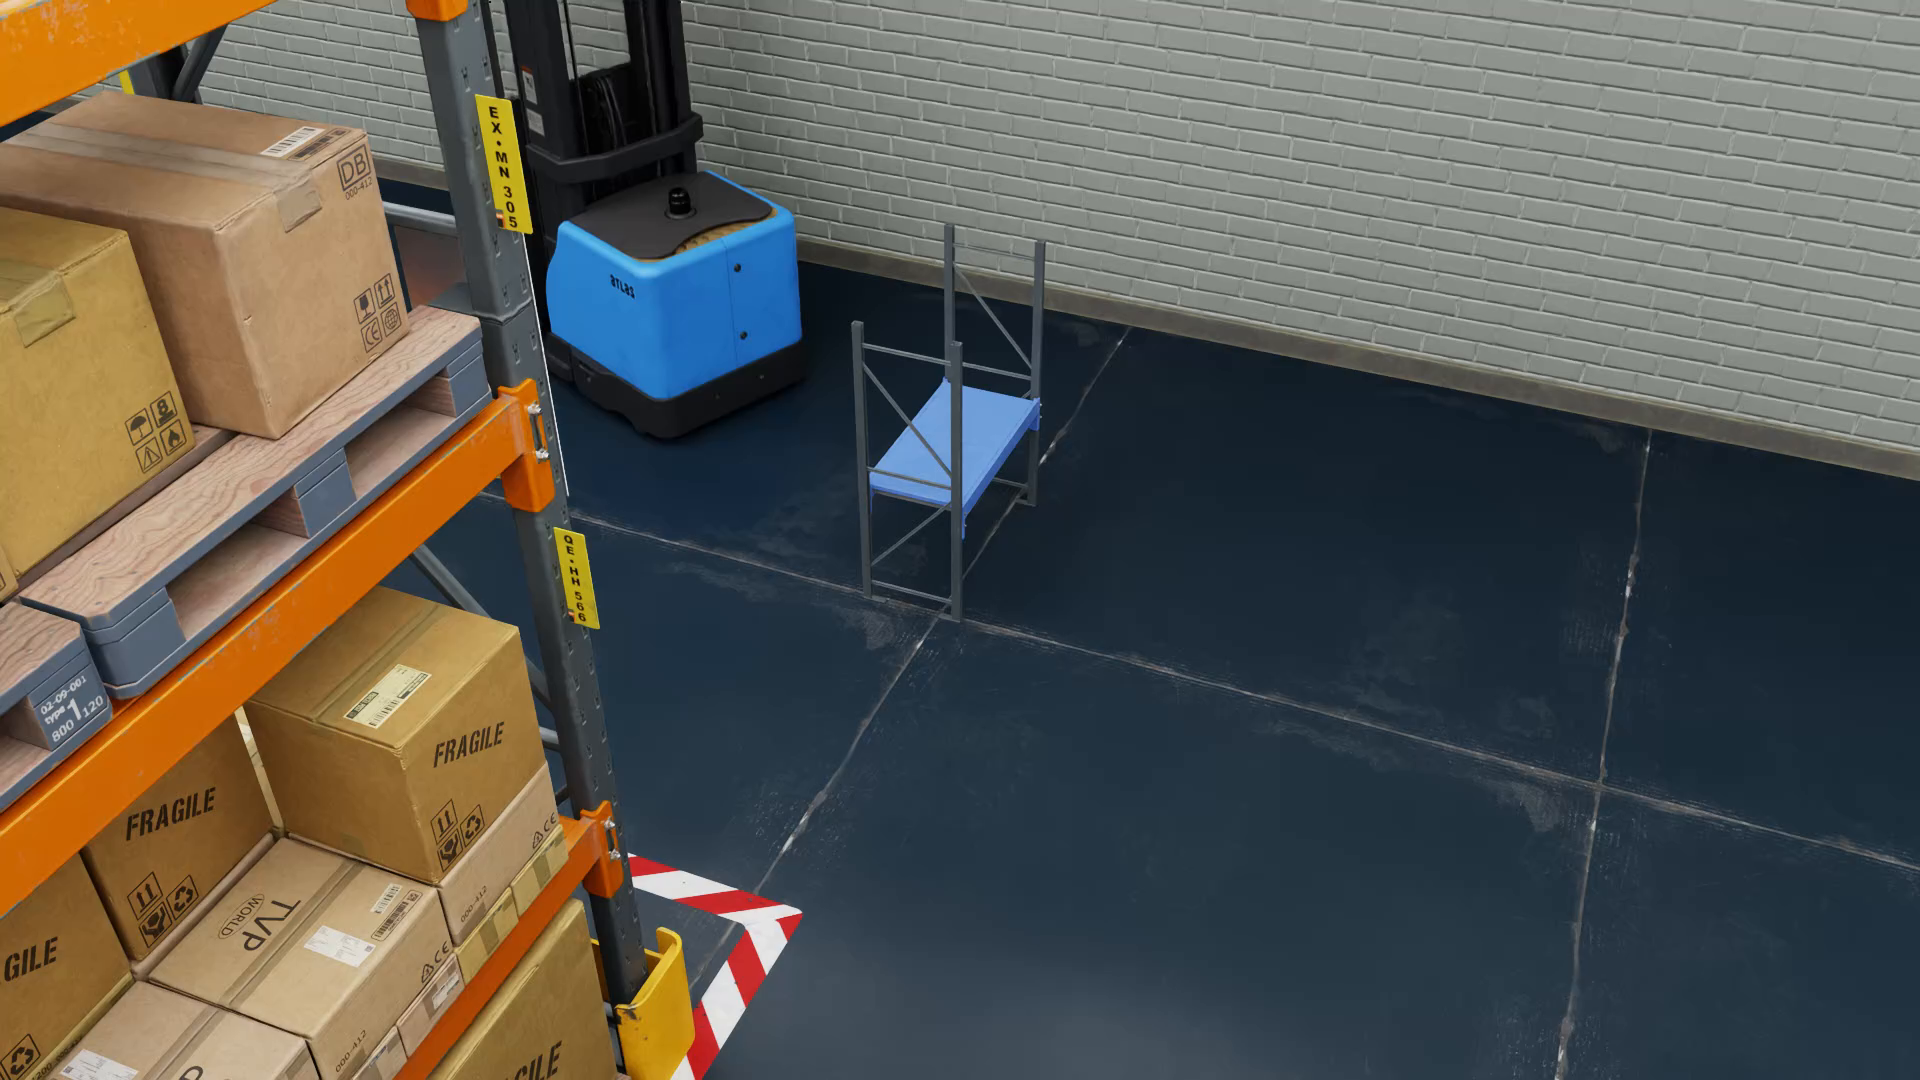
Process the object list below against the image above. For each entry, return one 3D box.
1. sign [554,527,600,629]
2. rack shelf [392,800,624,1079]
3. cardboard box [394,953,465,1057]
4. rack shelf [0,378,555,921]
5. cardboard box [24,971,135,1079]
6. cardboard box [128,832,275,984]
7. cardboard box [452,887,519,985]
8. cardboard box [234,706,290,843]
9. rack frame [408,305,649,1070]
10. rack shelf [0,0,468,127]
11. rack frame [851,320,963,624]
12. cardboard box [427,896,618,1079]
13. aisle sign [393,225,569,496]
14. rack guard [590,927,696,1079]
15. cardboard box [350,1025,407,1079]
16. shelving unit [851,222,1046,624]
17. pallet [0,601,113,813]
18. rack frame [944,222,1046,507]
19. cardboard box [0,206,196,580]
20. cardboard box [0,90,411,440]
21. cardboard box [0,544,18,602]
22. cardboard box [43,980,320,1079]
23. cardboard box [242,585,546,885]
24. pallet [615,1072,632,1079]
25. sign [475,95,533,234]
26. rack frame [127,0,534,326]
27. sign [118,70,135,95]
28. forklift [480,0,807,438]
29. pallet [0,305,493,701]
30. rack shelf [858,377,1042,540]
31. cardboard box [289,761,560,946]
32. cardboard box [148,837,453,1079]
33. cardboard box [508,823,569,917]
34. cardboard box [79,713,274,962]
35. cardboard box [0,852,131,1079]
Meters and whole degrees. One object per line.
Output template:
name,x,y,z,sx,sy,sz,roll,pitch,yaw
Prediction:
sign,-1.048,0.107,4.539,0.100,0.325,0.005,14,39,18
rack shelf,-2.306,1.929,3.866,1.077,0.370,4.000,14,39,18
cardboard box,-1.570,1.190,4.463,0.380,0.149,0.250,14,39,18
rack shelf,-2.306,0.728,2.968,1.077,0.370,4.000,14,39,18
cardboard box,-2.363,1.246,4.056,0.500,0.250,0.500,13,39,16
cardboard box,-2.169,0.968,4.427,0.500,0.250,0.500,13,39,17
cardboard box,-1.473,1.051,4.650,0.380,0.149,0.250,14,39,18
cardboard box,-1.977,0.679,4.814,0.500,0.250,0.500,13,39,17
rack frame,-1.545,0.534,5.132,1.000,3.000,0.127,14,39,18
rack shelf,-2.306,-0.313,2.189,1.077,0.370,4.000,14,39,18
rack frame,-0.226,-0.272,7.463,0.500,1.500,0.032,14,39,18
cardboard box,-1.714,1.589,5.144,0.875,0.875,0.875,14,39,18
aisle sign,-1.240,-0.479,4.315,0.394,0.787,0.004,14,39,18
rack guard,-1.535,1.522,5.898,1.175,0.500,0.348,14,39,18
cardboard box,-1.666,1.328,4.279,0.380,0.149,0.250,15,39,19
shelving unit,-0.032,-0.554,7.839,0.538,1.500,1.048,14,39,18
pallet,-2.280,0.459,2.801,1.003,0.211,1.213,14,39,18
rack frame,0.161,-0.835,8.216,0.500,1.500,0.032,14,39,18
cardboard box,-2.018,-0.332,3.267,0.700,0.500,0.500,12,39,16
cardboard box,-1.693,-0.616,3.647,0.700,0.500,0.500,12,38,15
cardboard box,-2.170,-0.034,2.869,0.700,0.500,0.500,11,38,15
cardboard box,-1.870,1.366,3.895,0.500,0.250,0.500,13,39,16
cardboard box,-1.487,0.504,4.422,0.500,0.500,0.500,14,39,18
pallet,-1.776,2.111,5.351,1.003,0.211,1.213,14,39,18
sign,-1.048,-0.859,3.817,0.100,0.325,0.005,14,39,18
rack frame,-1.545,-1.869,3.336,1.000,3.000,0.127,14,39,18
sign,-2.056,-1.179,4.122,0.100,0.325,0.005,14,39,18
forklift,-2.253,-2.511,9.262,1.130,2.935,3.031,-30,46,-34
pallet,-1.817,-0.219,3.708,1.003,0.211,1.213,14,39,18
rack shelf,-0.032,-0.409,7.947,0.538,0.185,1.000,14,39,18
cardboard box,-1.484,0.804,4.648,0.500,0.250,0.500,13,39,17
cardboard box,-1.677,1.084,4.272,0.500,0.250,0.500,13,39,17
cardboard box,-1.376,0.907,4.843,0.380,0.149,0.250,15,39,19
cardboard box,-2.167,0.656,4.220,0.500,0.500,0.500,13,39,17
cardboard box,-2.359,0.944,3.834,0.500,0.500,0.500,13,39,17
